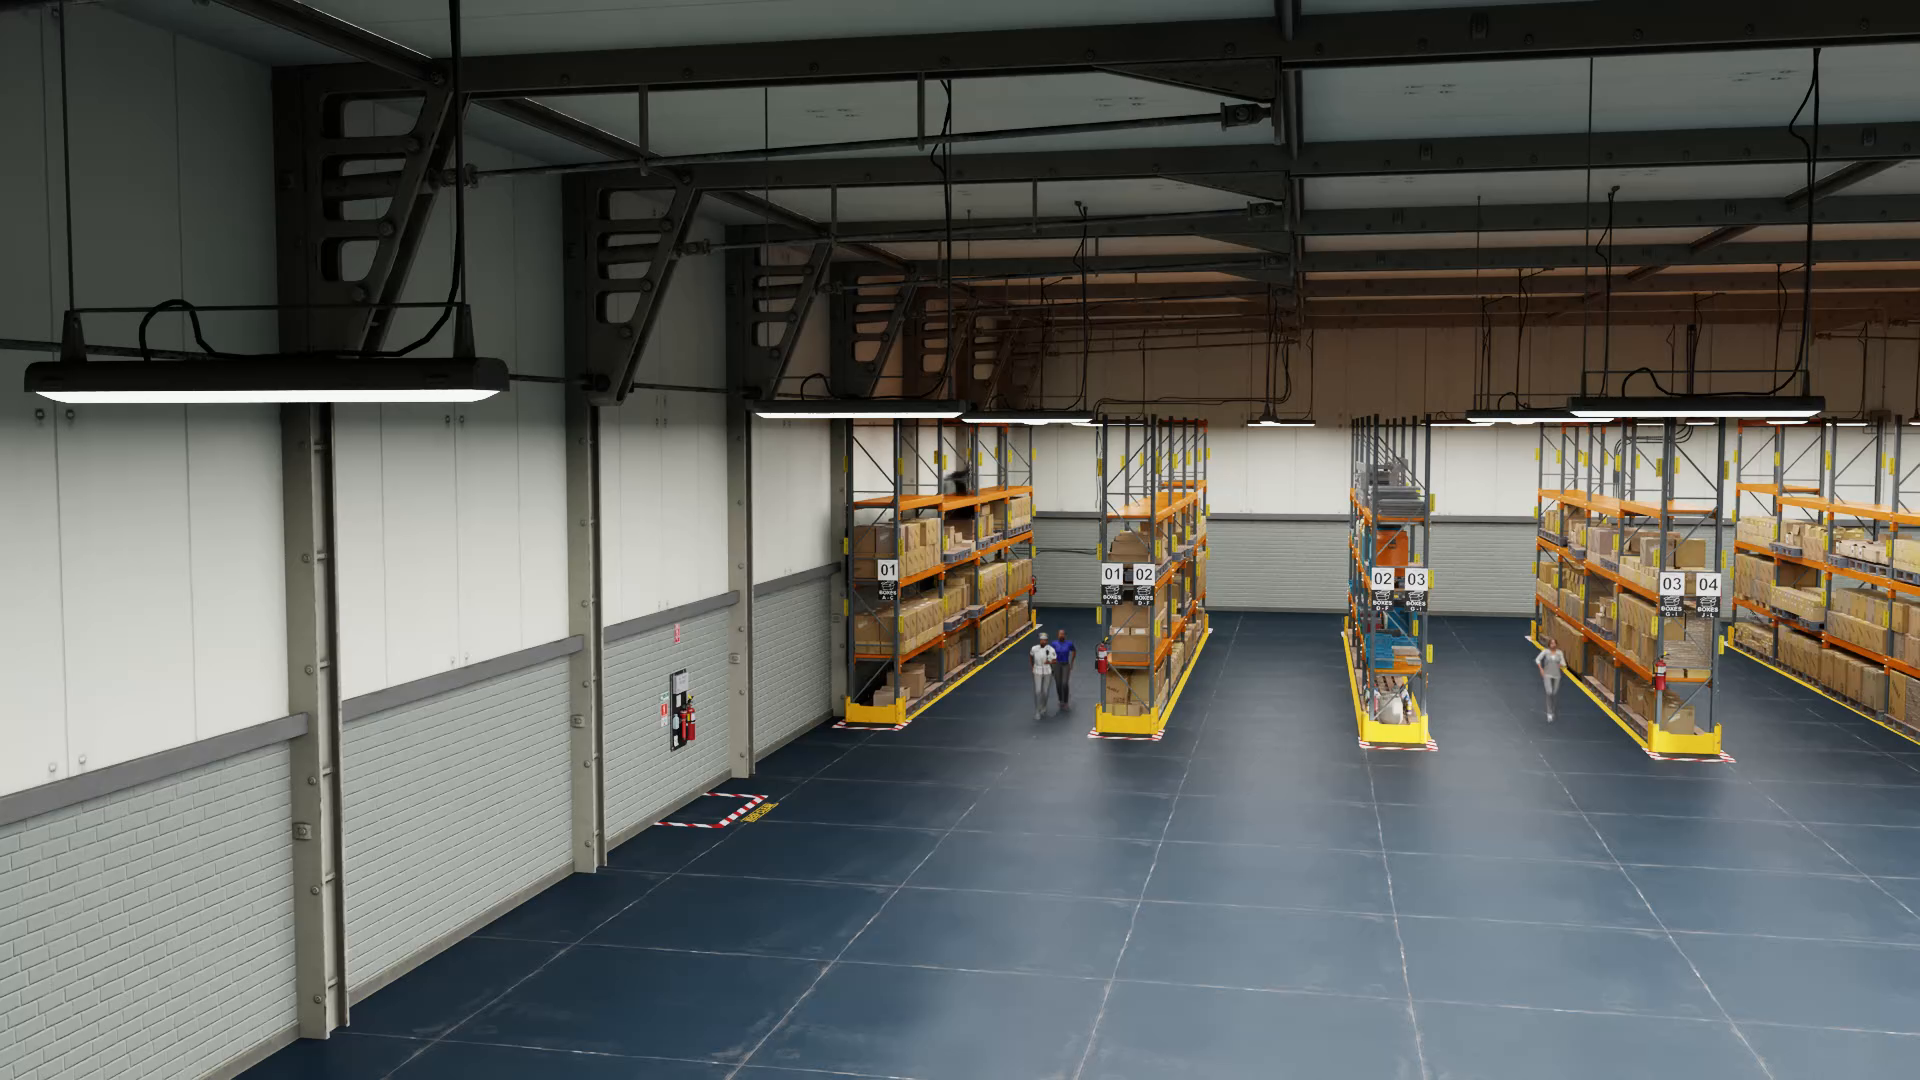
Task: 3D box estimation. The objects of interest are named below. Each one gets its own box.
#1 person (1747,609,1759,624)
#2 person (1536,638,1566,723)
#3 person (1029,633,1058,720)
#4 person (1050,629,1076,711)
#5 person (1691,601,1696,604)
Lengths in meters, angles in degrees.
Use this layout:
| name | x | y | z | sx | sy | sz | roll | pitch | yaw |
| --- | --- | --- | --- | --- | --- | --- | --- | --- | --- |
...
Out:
| name | x | y | z | sx | sy | sz | roll | pitch | yaw |
| --- | --- | --- | --- | --- | --- | --- | --- | --- | --- |
| person | 21.503 | 1.840 | 45.037 | 0.702 | 1.826 | 0.654 | 0 | 4 | -5 |
| person | 11.651 | 2.737 | 32.752 | 0.522 | 1.636 | 0.690 | 0 | 4 | 6 |
| person | 1.662 | 2.693 | 33.091 | 0.551 | 1.751 | 0.795 | 0 | 4 | 0 |
| person | 2.072 | 2.664 | 33.975 | 0.561 | 1.669 | 0.721 | 1 | 4 | 10 |
| person | 19.420 | 1.945 | 44.758 | 0.819 | 1.726 | 0.793 | -3 | 5 | -40 |
